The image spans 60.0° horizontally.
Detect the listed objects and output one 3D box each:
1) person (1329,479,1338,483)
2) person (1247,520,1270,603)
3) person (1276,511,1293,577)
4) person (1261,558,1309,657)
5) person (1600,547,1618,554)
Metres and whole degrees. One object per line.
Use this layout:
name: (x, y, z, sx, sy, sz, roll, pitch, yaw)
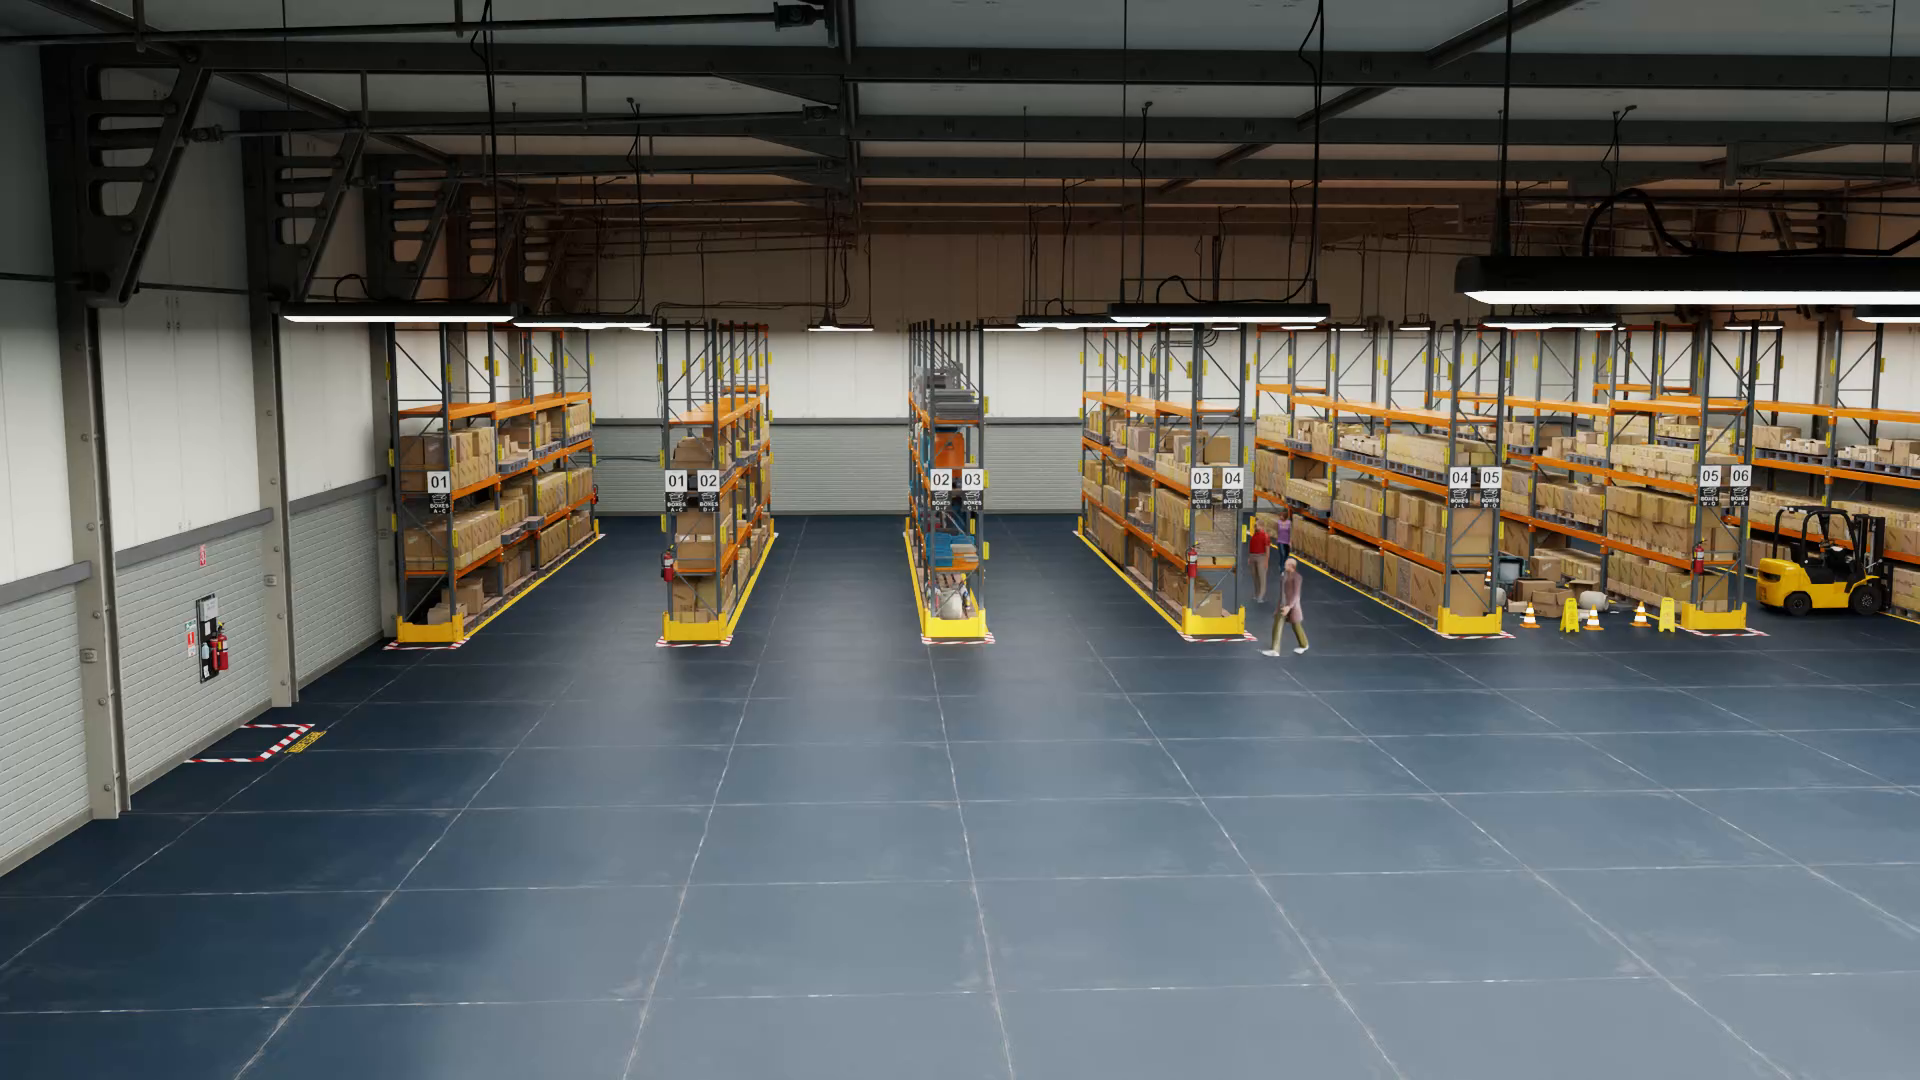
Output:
person: (11.120, -1.235, 49.653, 0.850, 1.629, 0.516, -2, 7, -18)
person: (6.418, 0.452, 35.844, 0.545, 1.747, 0.553, -7, 10, -44)
person: (7.710, 0.082, 39.575, 0.365, 1.522, 0.912, -1, 7, -5)
person: (5.839, 1.203, 29.591, 0.525, 1.746, 1.040, 6, 9, 42)
person: (17.030, -0.523, 43.568, 0.459, 1.773, 0.589, 2, 7, 13)
